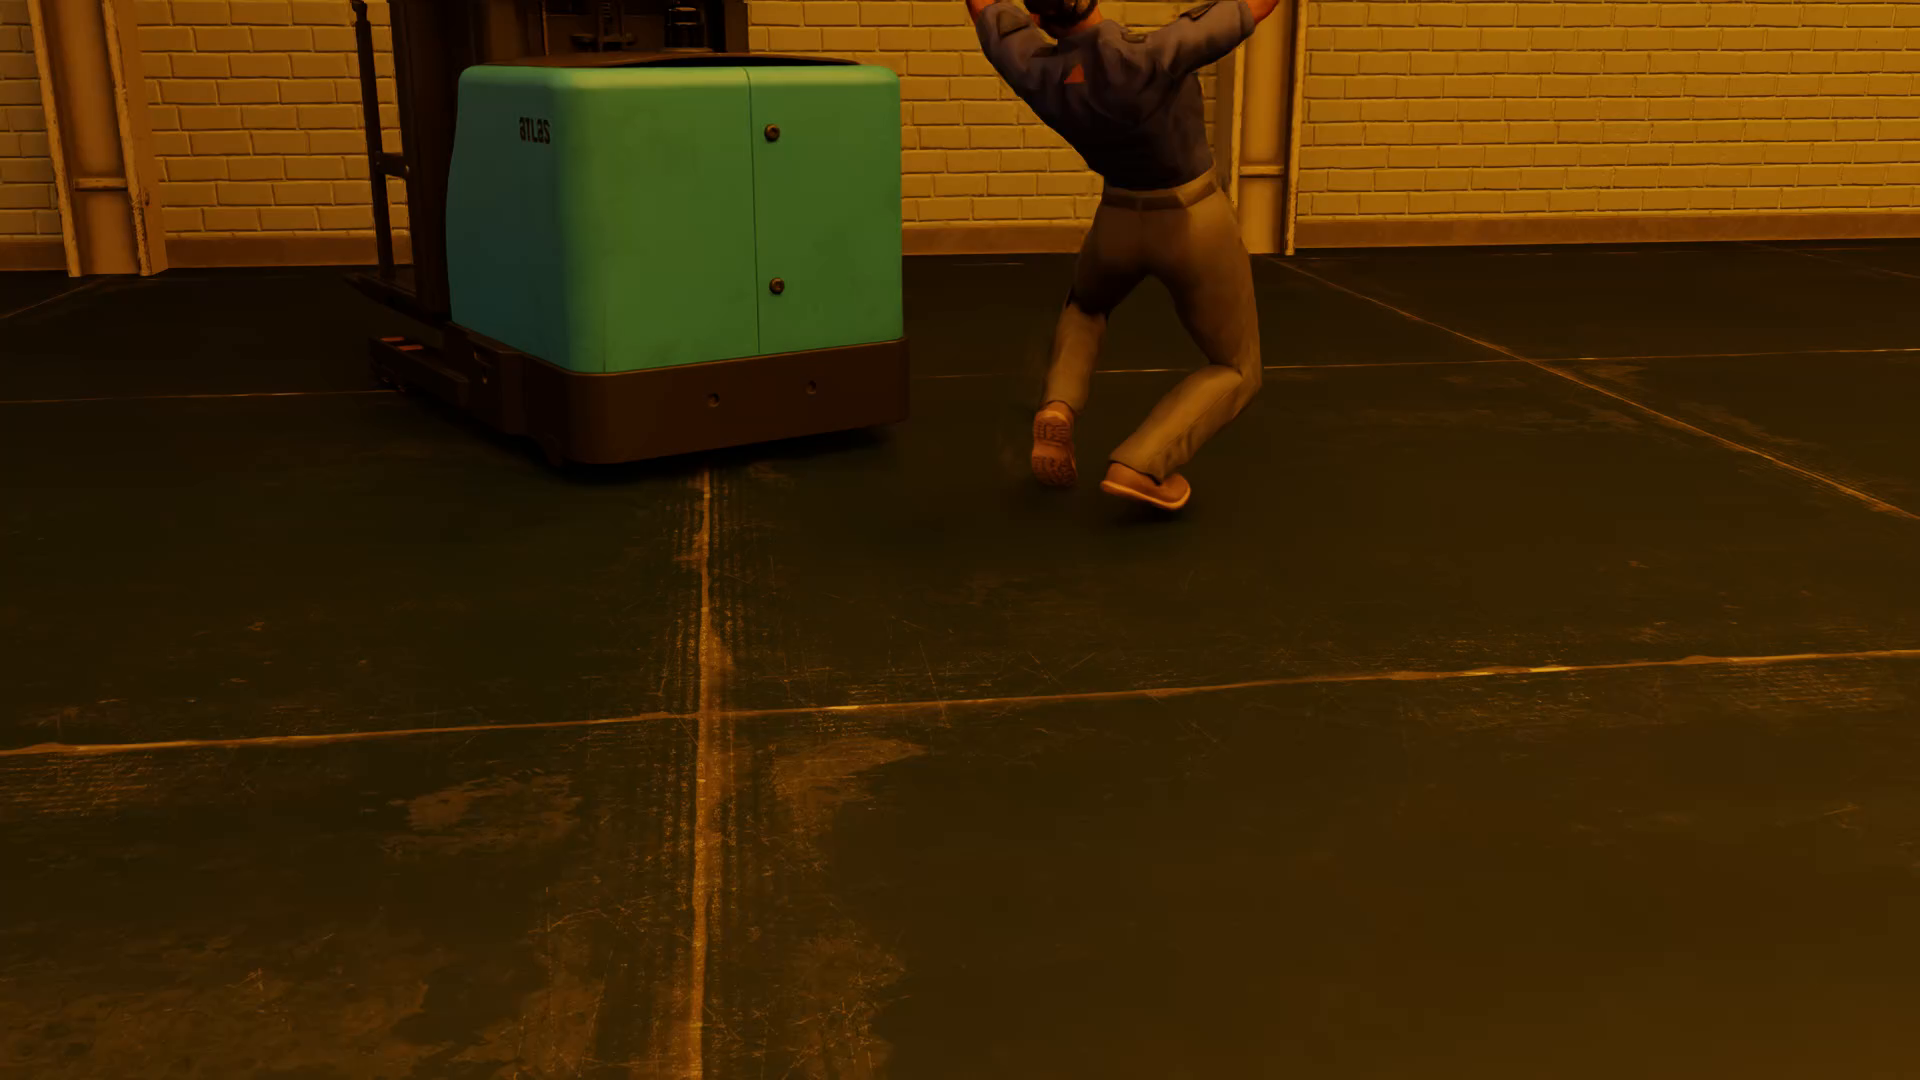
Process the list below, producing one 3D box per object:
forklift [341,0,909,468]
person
[{"bbox_3d":[-1.394,-1.967,5.414,1.130,2.935,3.031,-11,20,-33],"label":"forklift"},{"bbox_3d":[0.347,-0.846,4.104,0.884,1.563,0.707,12,20,34],"label":"person"}]
